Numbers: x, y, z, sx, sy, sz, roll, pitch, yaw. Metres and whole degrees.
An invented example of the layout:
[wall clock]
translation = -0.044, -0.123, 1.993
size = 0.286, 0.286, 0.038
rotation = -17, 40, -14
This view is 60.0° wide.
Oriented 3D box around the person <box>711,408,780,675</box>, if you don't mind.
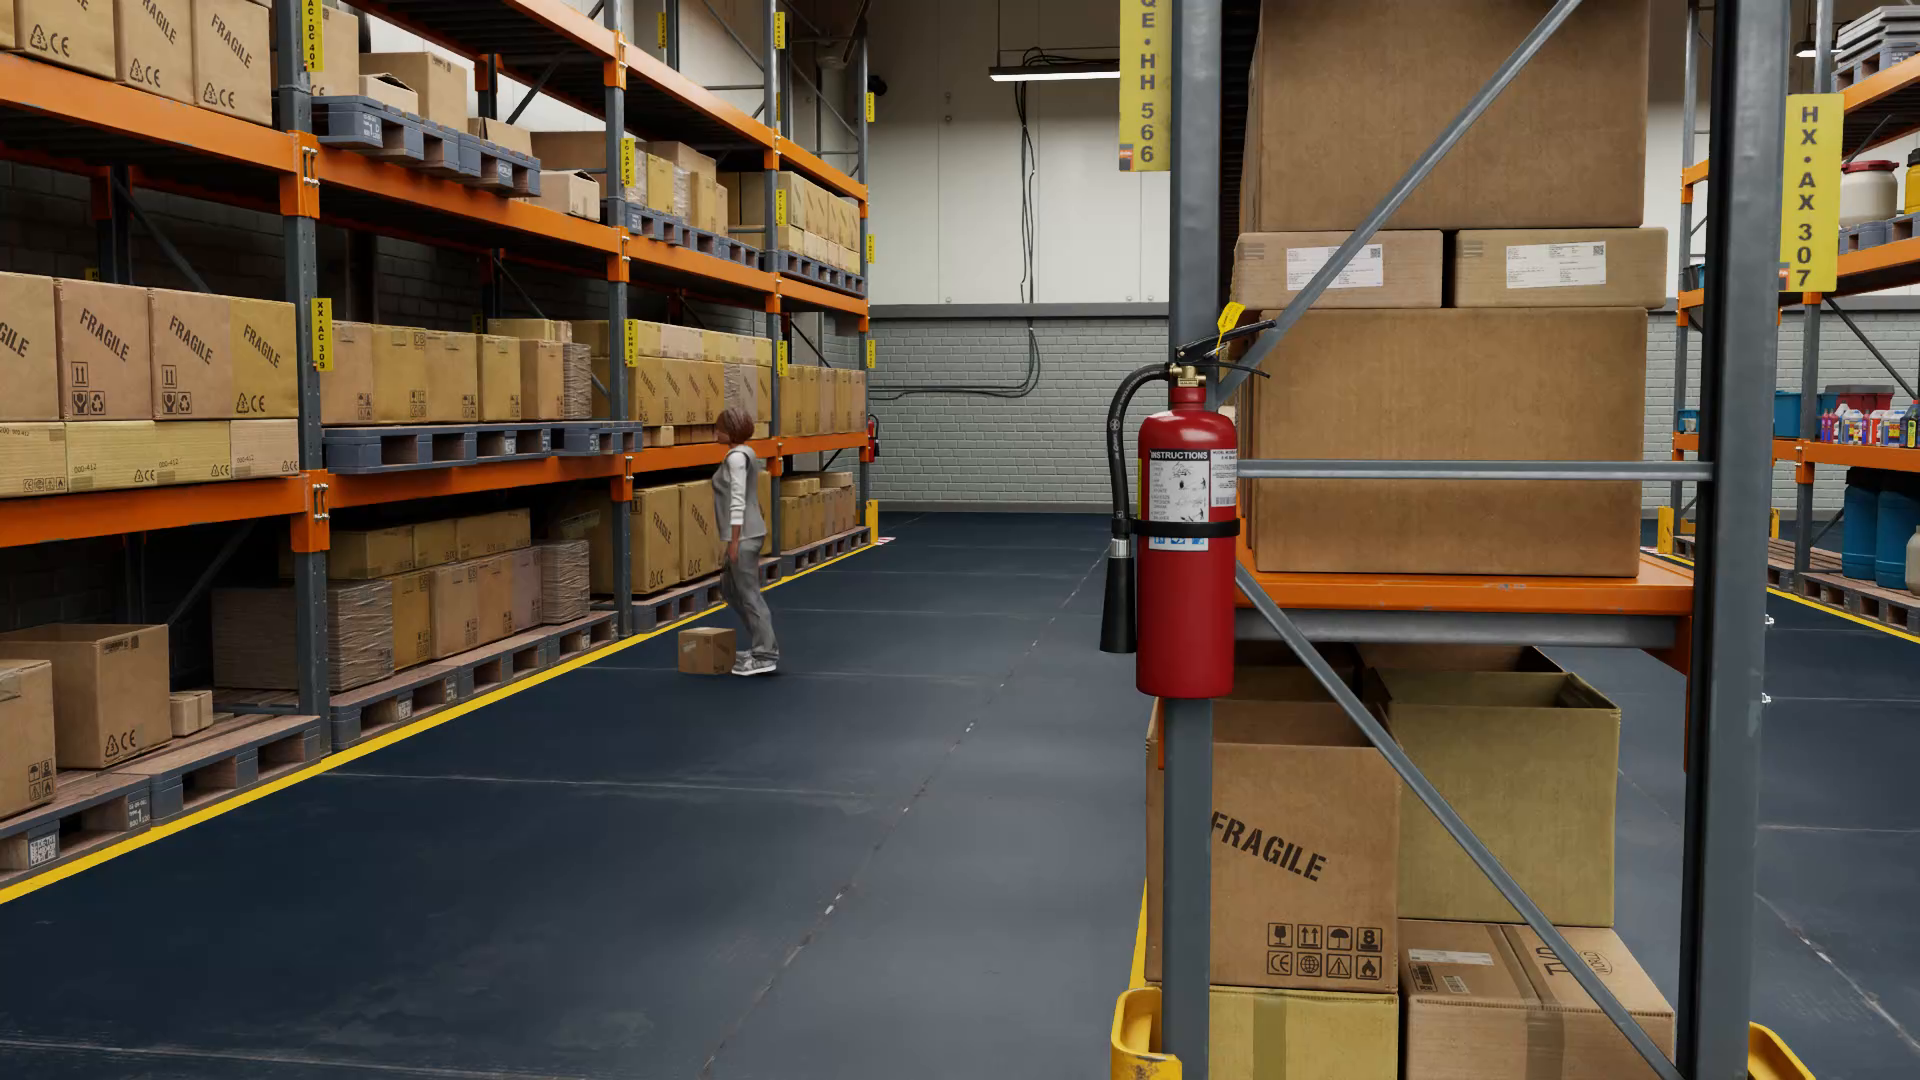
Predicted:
[person]
translation = -1.279, 0.006, 9.964
size = 0.392, 1.597, 0.438
rotation = 0, 5, -1
